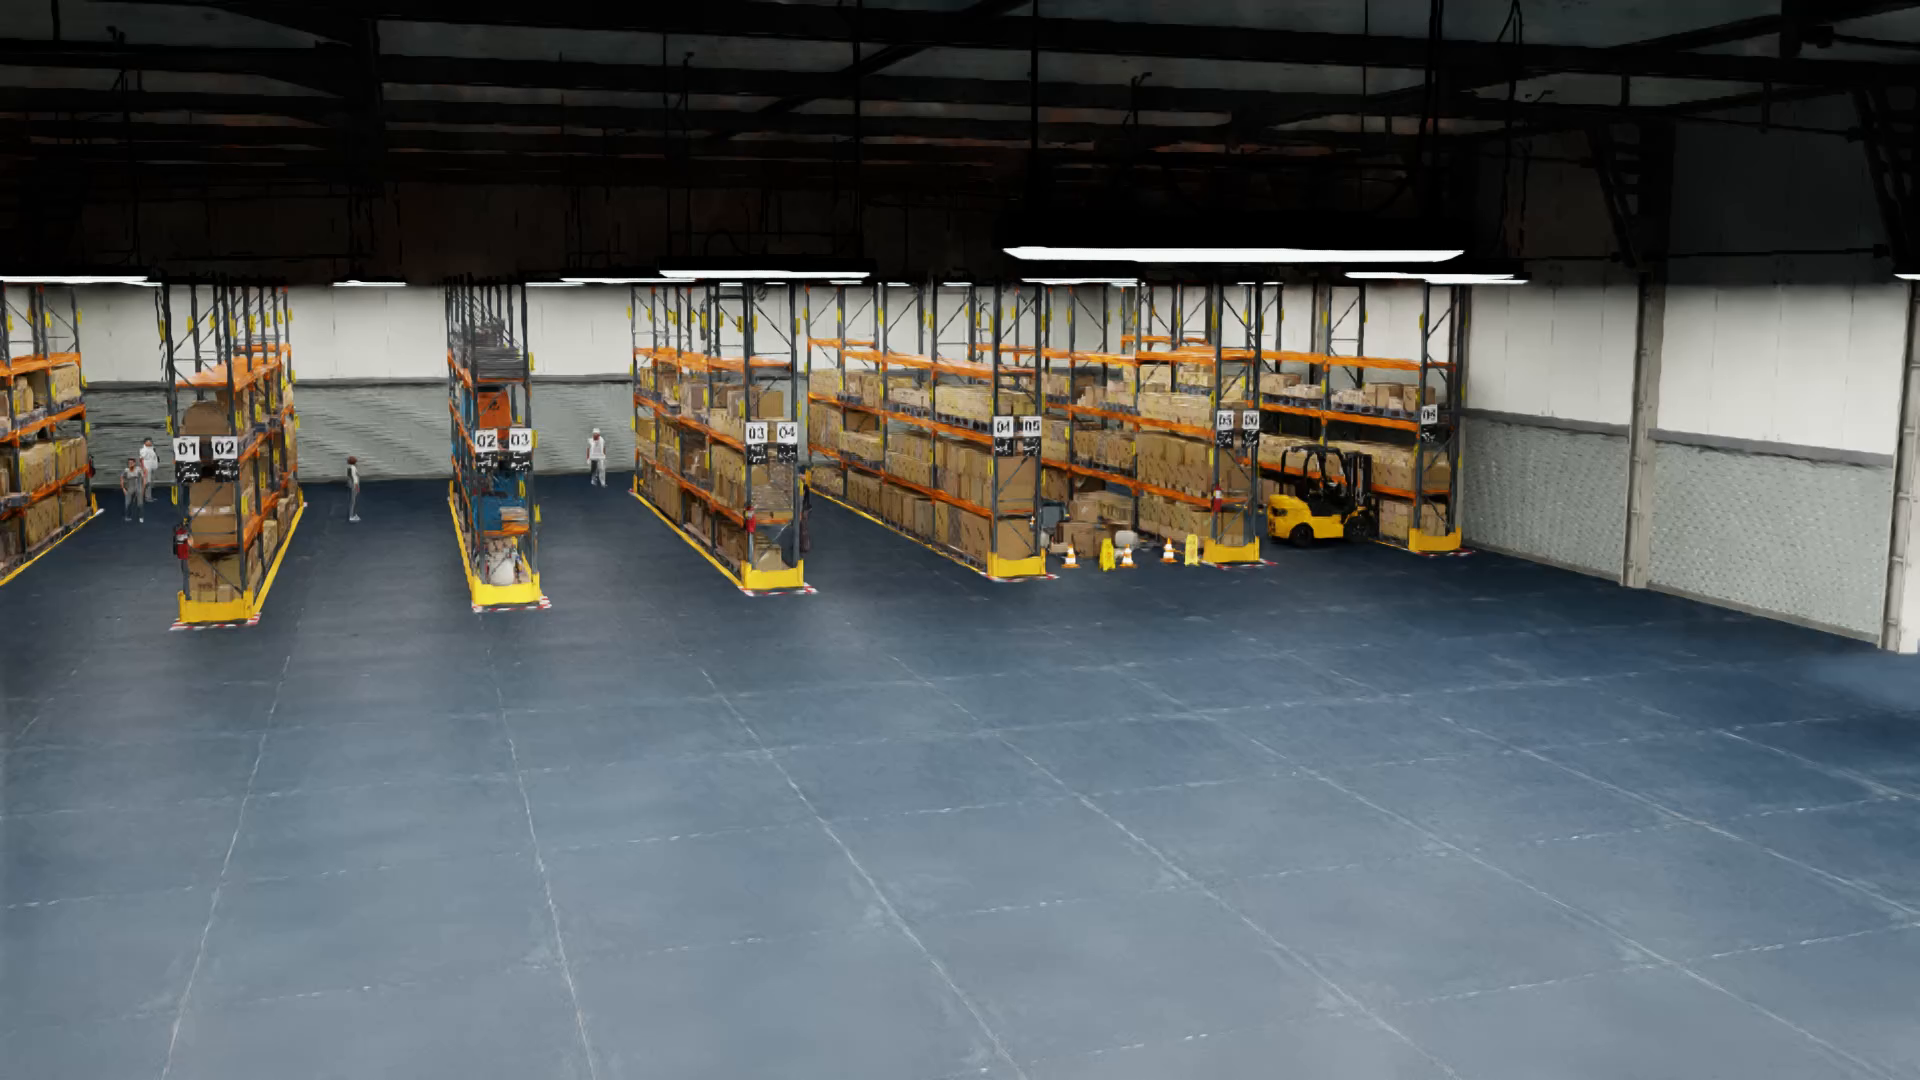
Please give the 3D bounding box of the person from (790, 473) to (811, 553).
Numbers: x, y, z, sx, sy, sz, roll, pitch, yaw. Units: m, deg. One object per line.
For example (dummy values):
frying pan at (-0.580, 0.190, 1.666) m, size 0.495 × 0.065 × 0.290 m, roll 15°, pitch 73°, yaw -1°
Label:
person at (-3.493, -0.597, 36.236) m, size 0.504 × 1.727 × 0.581 m, roll 1°, pitch 9°, yaw 8°

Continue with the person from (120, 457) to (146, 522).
person at (-20.355, -1.241, 40.971) m, size 0.580 × 1.618 × 0.507 m, roll -3°, pitch 9°, yaw -21°

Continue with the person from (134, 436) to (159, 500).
person at (-22.042, -1.930, 45.001) m, size 0.509 × 1.738 × 0.715 m, roll 1°, pitch 9°, yaw 8°

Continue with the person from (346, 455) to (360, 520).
person at (-15.065, -1.300, 41.306) m, size 0.345 × 1.588 × 0.538 m, roll -6°, pitch 10°, yaw -34°

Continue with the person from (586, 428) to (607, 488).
person at (-10.516, -2.391, 48.116) m, size 0.566 × 1.698 × 1.122 m, roll -2°, pitch 9°, yaw -16°
